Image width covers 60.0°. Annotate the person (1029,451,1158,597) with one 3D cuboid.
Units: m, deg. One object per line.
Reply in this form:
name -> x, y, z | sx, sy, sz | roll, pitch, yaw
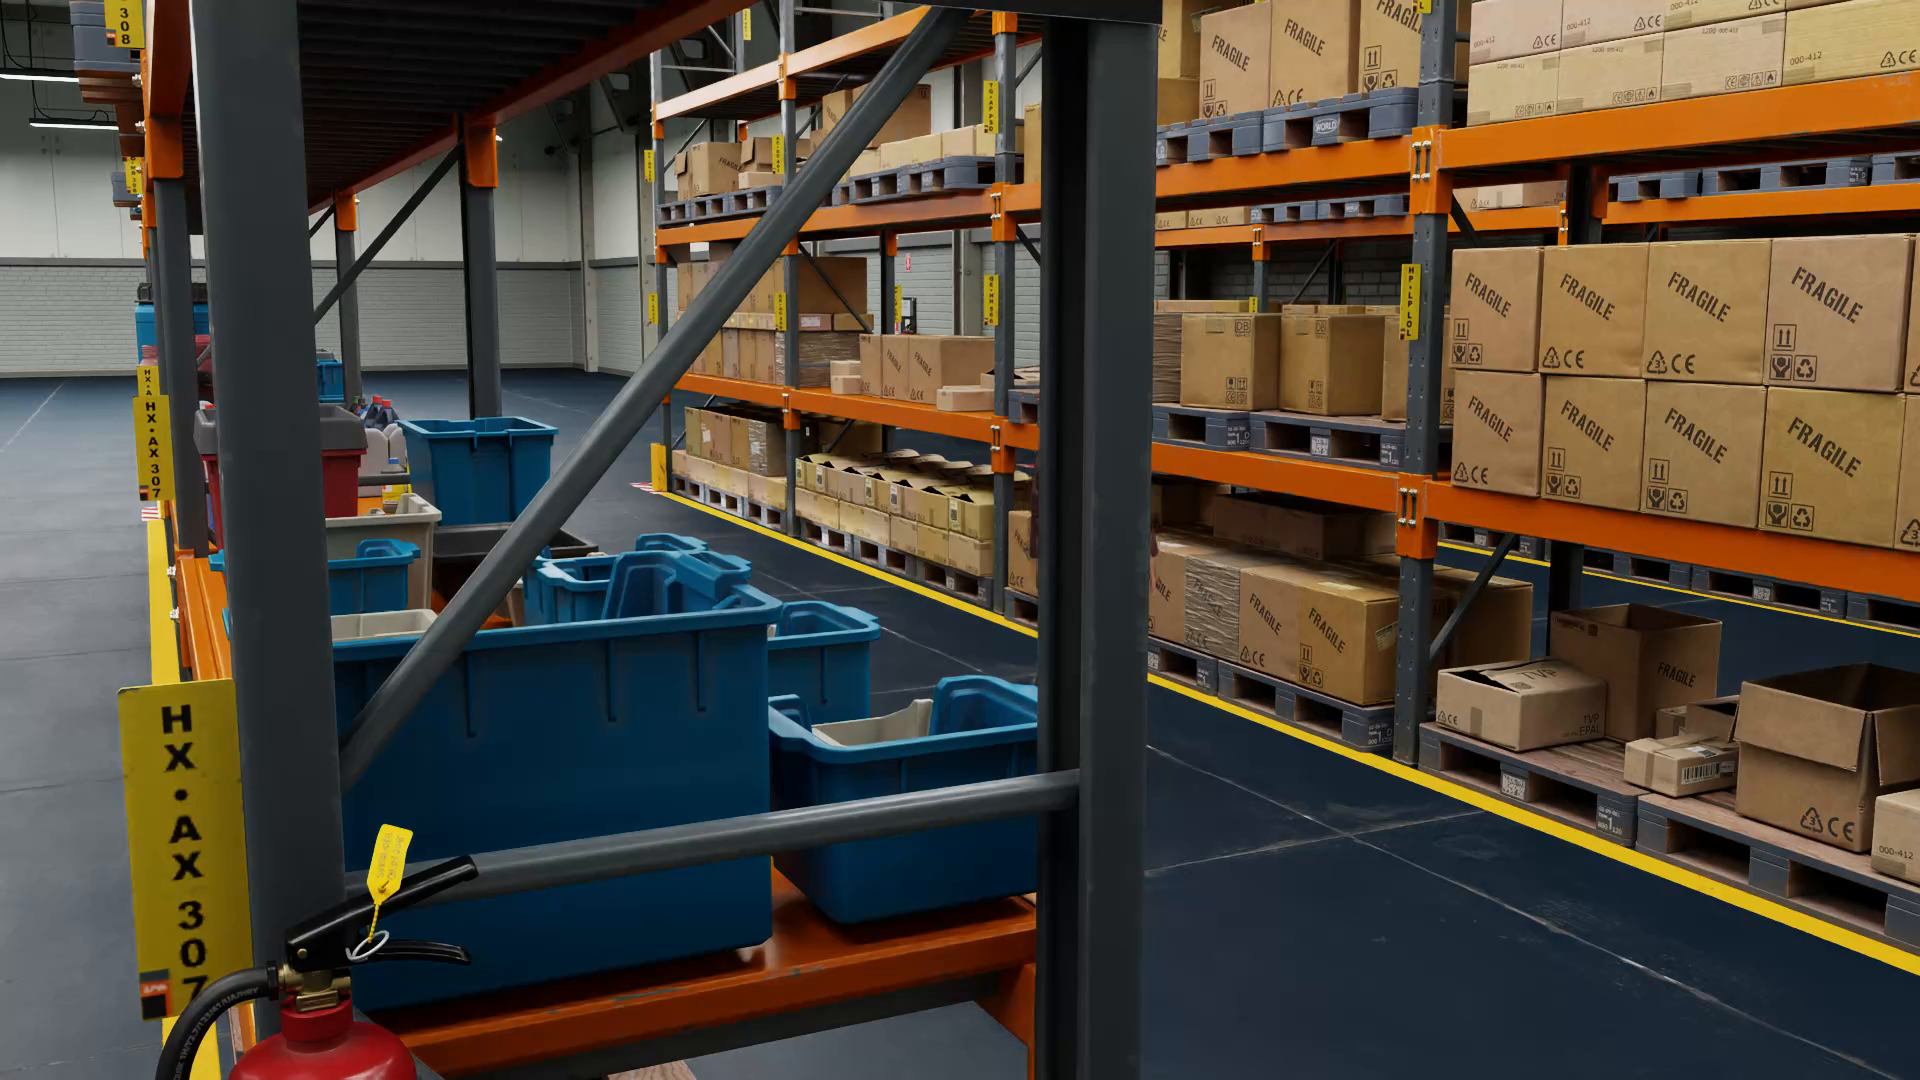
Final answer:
person -> 0.610, 0.101, 7.555 | 0.583, 1.789, 0.532 | -5, 9, -28
